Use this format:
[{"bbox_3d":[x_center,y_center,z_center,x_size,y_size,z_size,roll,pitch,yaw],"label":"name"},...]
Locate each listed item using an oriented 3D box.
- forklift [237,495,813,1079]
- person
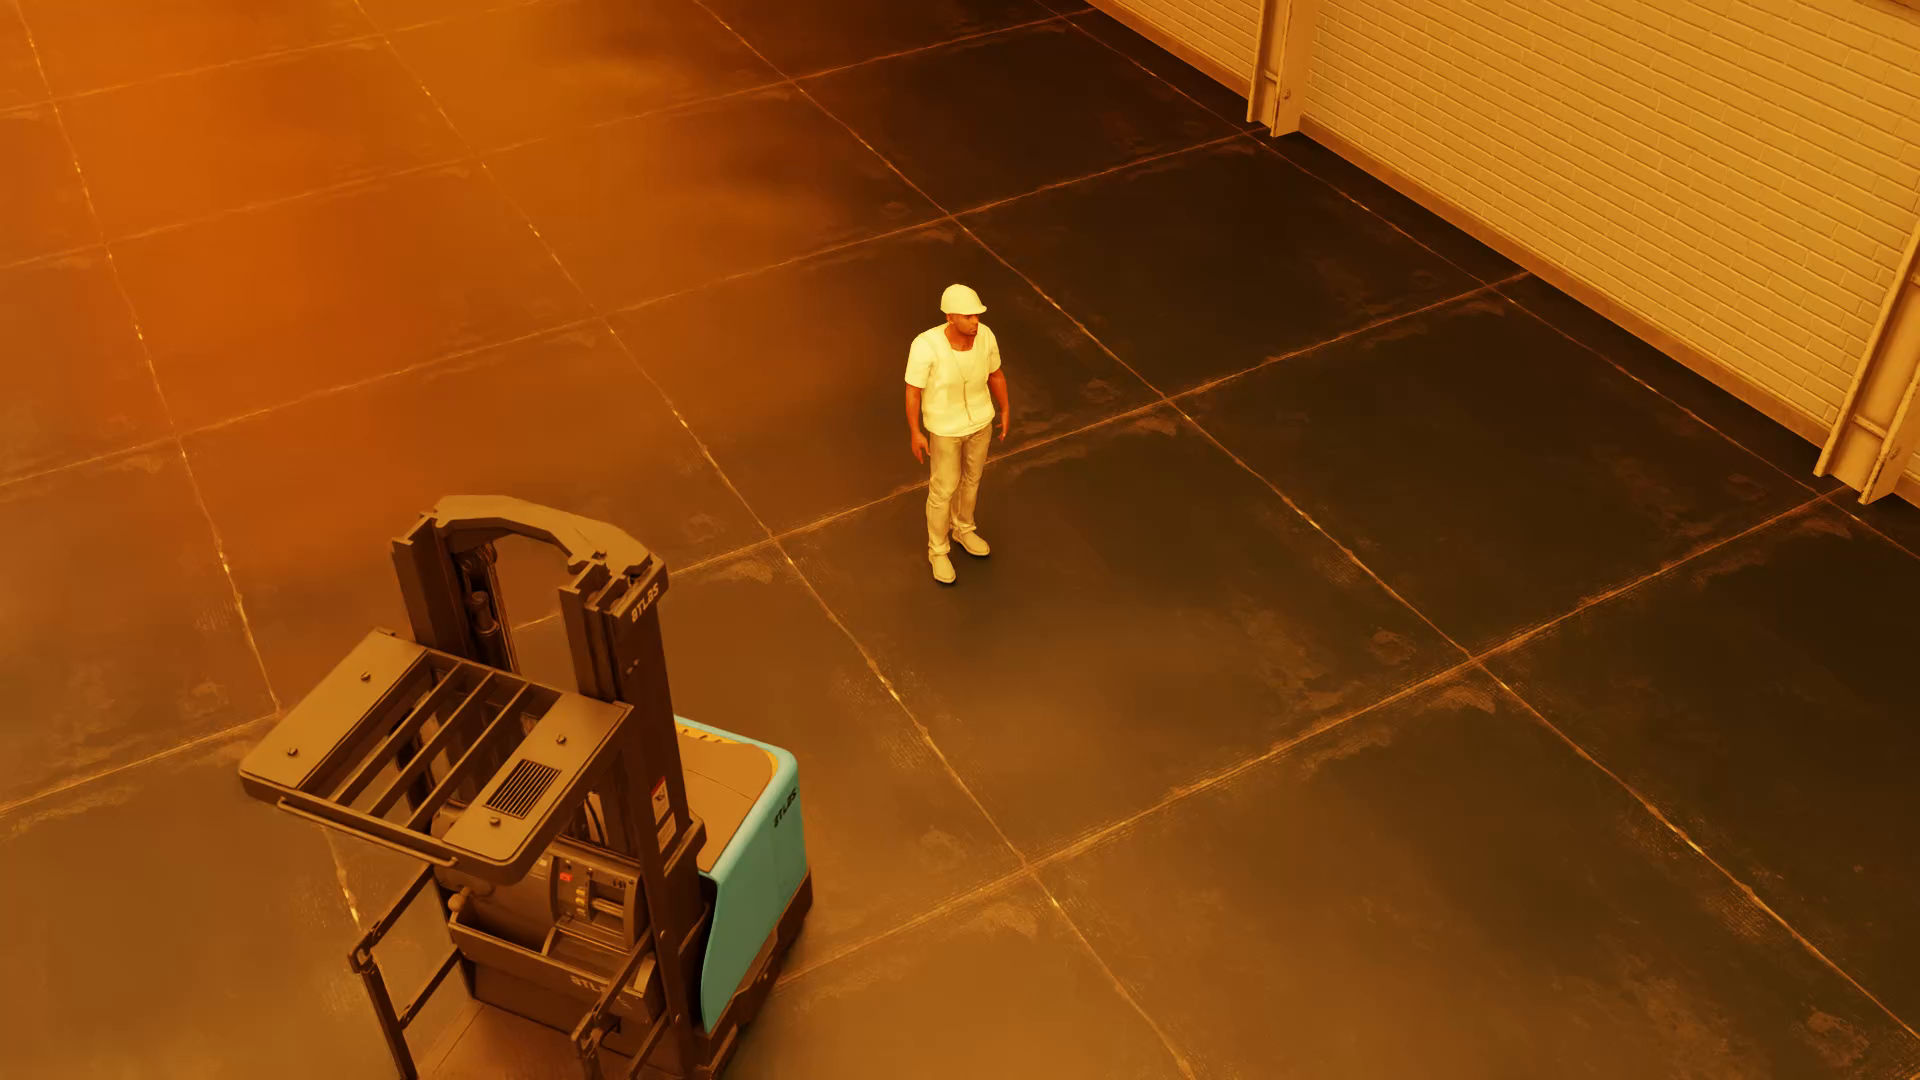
[{"bbox_3d":[-1.741,1.413,6.332,1.130,2.935,3.031,15,42,17],"label":"forklift"},{"bbox_3d":[0.030,-0.645,9.714,0.665,1.768,0.574,-20,44,-23],"label":"person"}]
